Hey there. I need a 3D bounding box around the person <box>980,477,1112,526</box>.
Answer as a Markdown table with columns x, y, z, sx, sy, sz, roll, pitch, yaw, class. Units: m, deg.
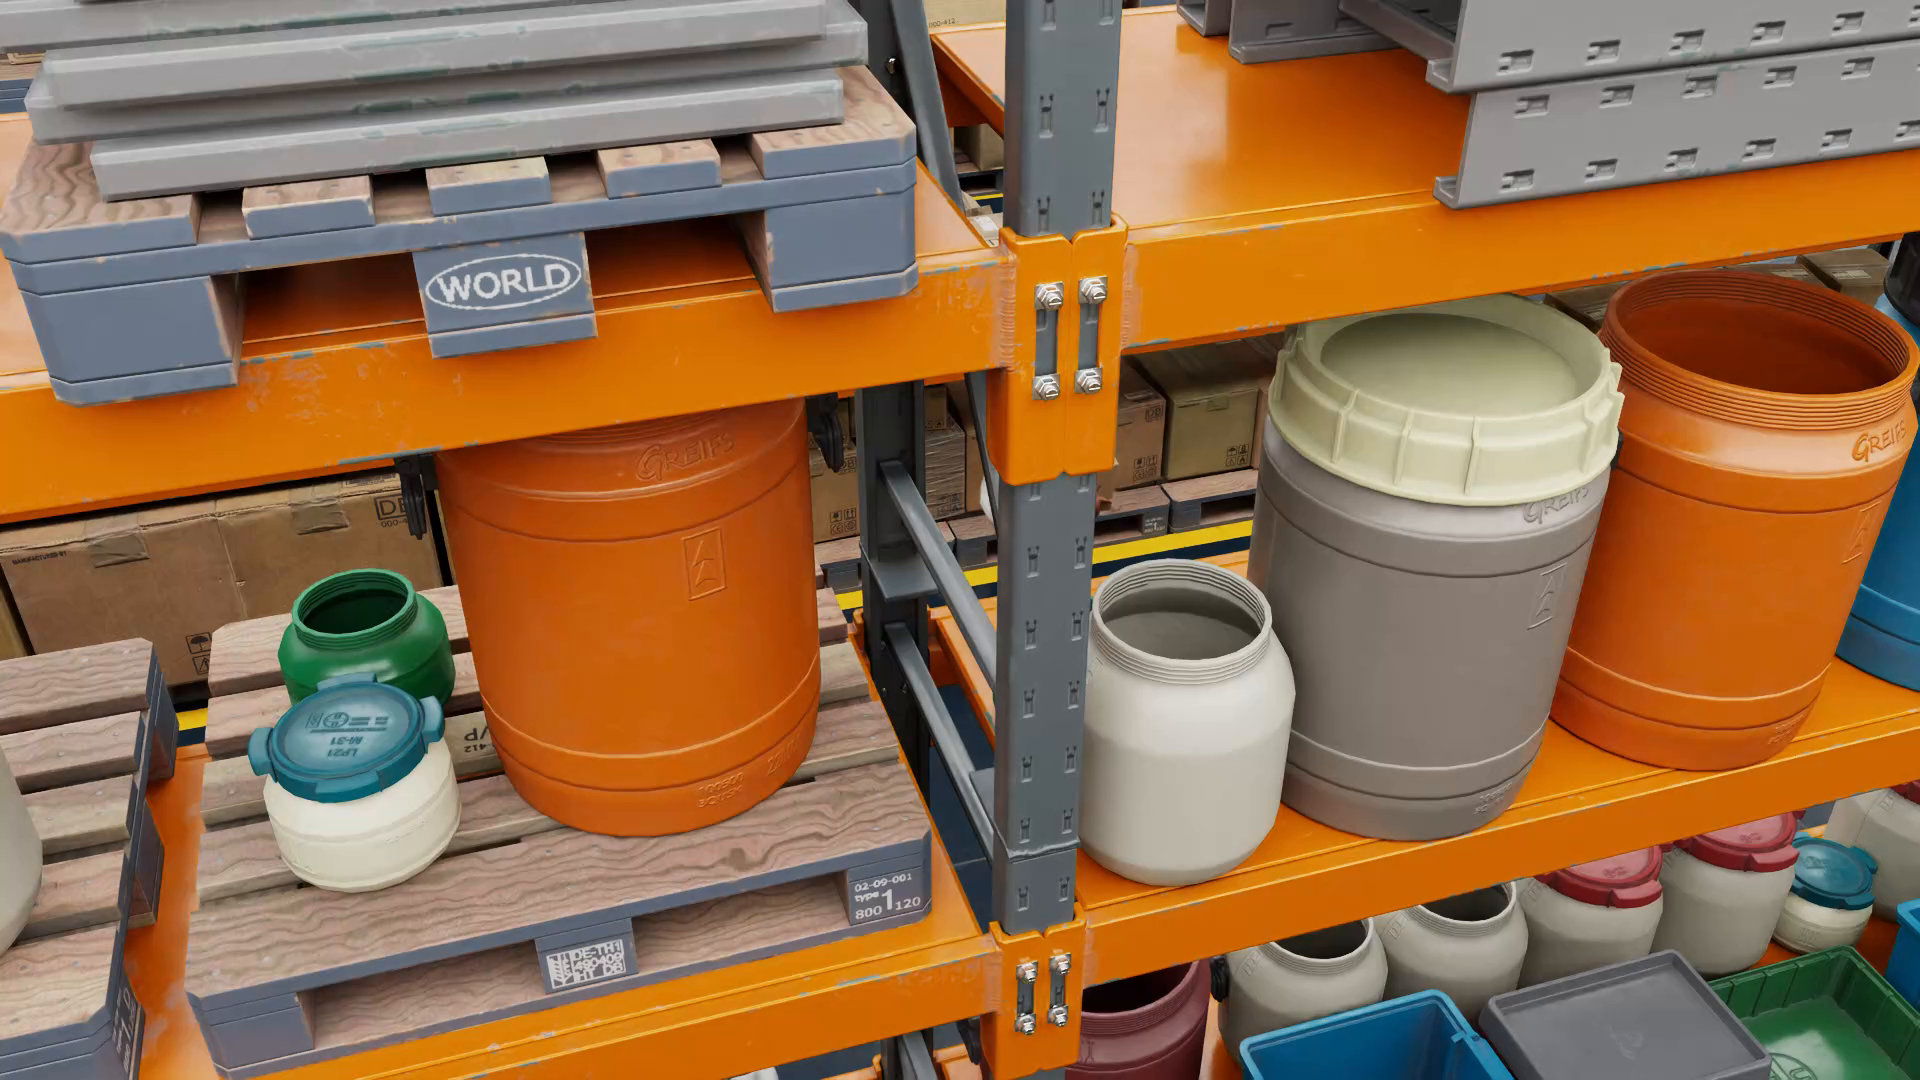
| x | y | z | sx | sy | sz | roll | pitch | yaw | class |
| --- | --- | --- | --- | --- | --- | --- | --- | --- | --- |
| 0.369 | -0.148 | 7.647 | 0.587 | 1.761 | 0.502 | -10 | 35 | -14 | person |
